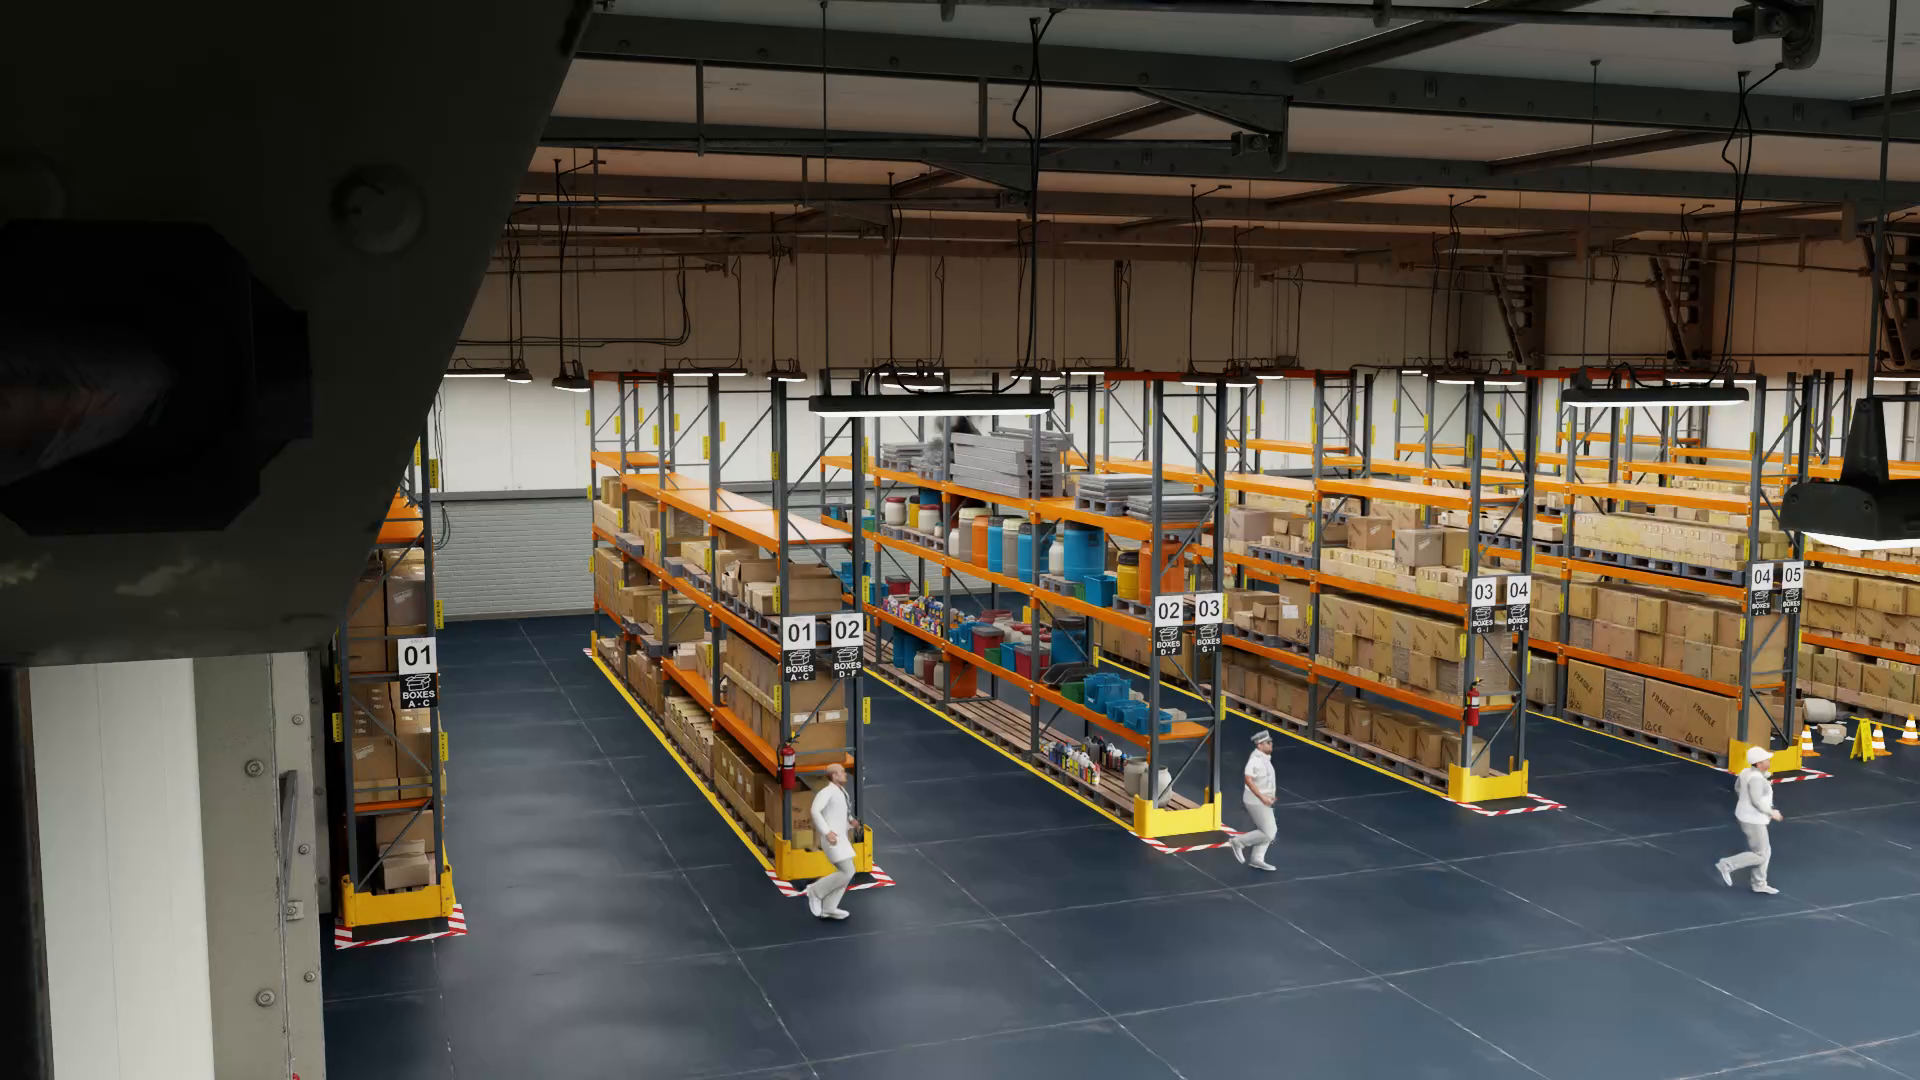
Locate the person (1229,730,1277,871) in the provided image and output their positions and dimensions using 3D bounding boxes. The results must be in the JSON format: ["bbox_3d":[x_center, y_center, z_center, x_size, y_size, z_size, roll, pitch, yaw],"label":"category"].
[{"bbox_3d":[3.622,3.199,20.473,0.577,1.766,0.687,2,7,15],"label":"person"}]

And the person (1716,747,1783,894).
[{"bbox_3d":[9.287,3.294,19.588,0.758,1.763,0.668,1,6,9],"label":"person"}]

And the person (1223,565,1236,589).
[{"bbox_3d":[5.954,1.363,37.284,0.573,1.626,0.609,-3,7,-22],"label":"person"}]

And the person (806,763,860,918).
[{"bbox_3d":[-1.421,3.388,18.846,0.587,1.701,0.747,1,6,6],"label":"person"}]
